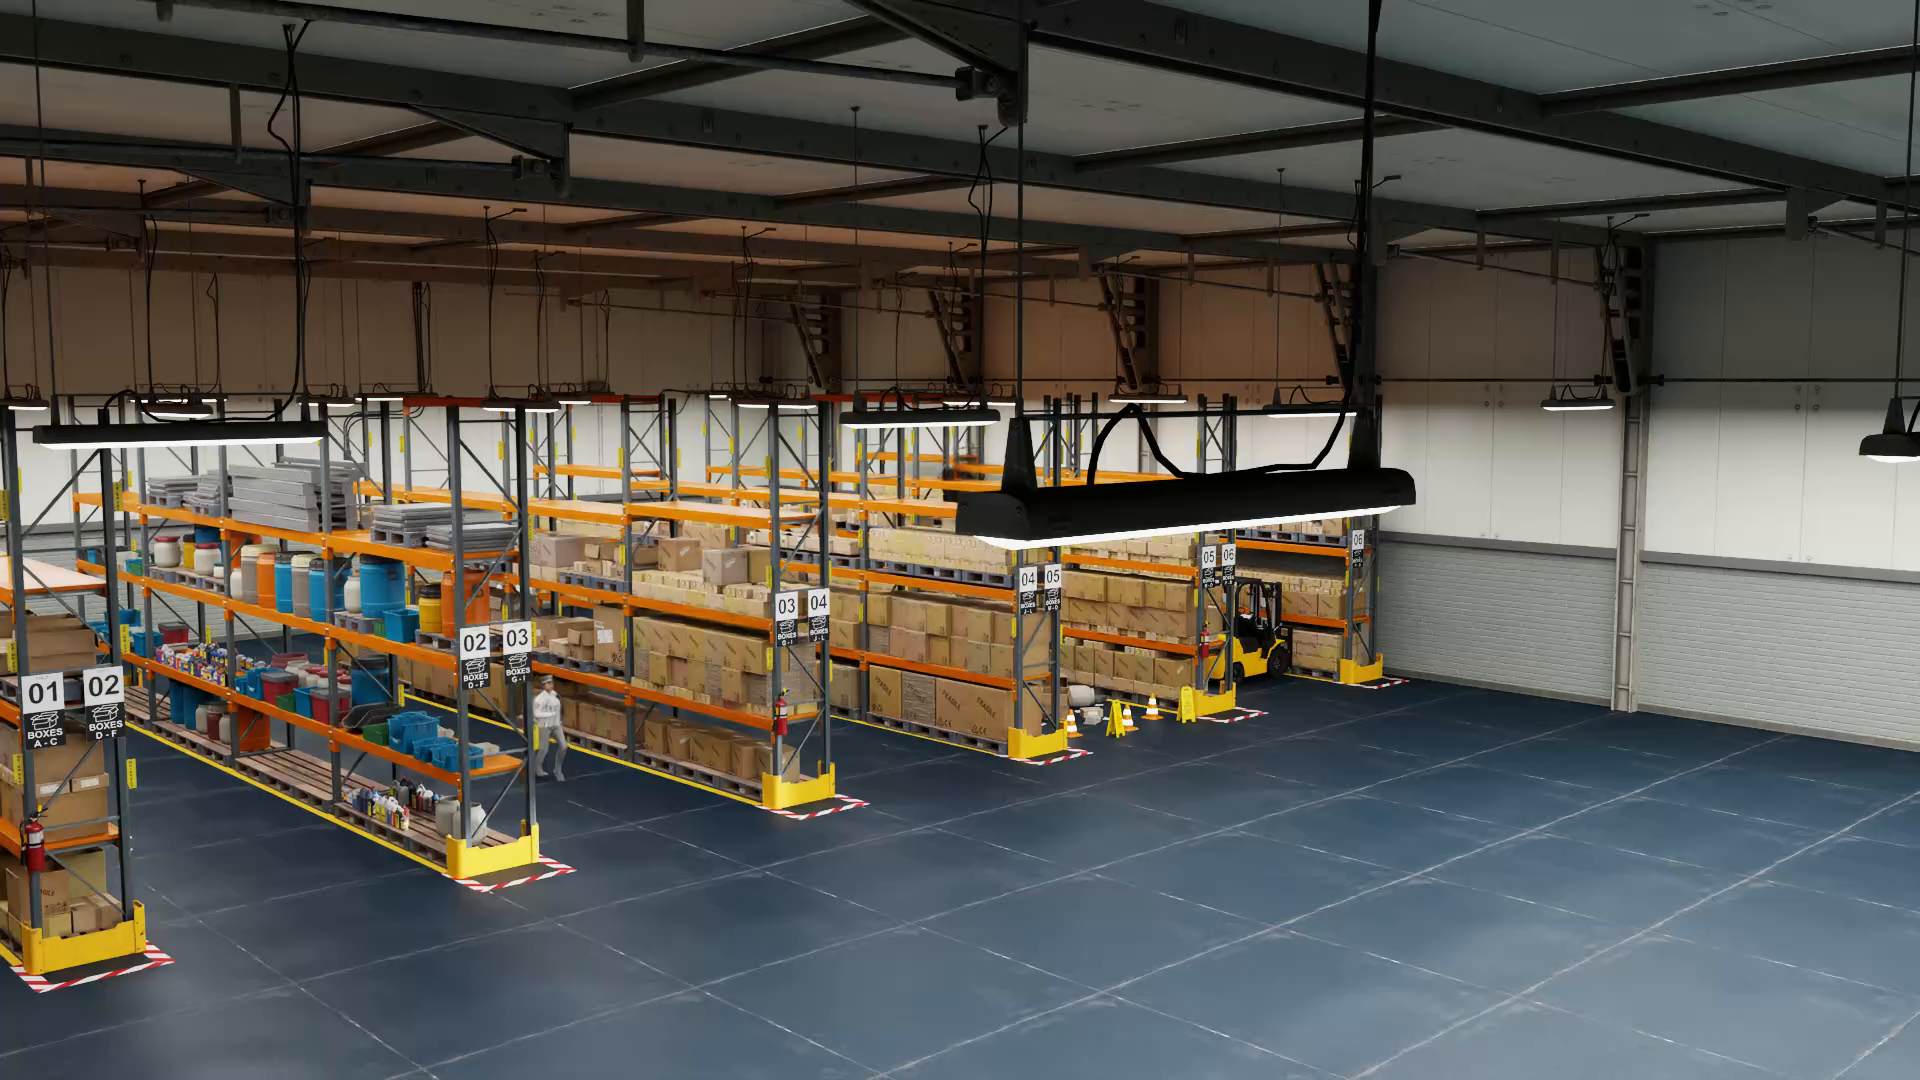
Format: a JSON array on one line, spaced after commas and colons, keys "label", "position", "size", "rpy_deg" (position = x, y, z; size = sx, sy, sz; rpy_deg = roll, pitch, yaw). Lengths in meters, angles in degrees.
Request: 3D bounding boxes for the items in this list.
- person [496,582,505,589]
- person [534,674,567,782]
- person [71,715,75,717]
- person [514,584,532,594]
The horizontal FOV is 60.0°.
[{"label": "person", "position": [-10.839, 1.676, 39.514], "size": [0.704, 1.744, 0.742], "rpy_deg": [1, 6, 10]}, {"label": "person", "position": [-6.469, 2.968, 26.202], "size": [0.726, 1.740, 0.590], "rpy_deg": [4, 7, 38]}, {"label": "person", "position": [-14.388, 2.926, 26.613], "size": [0.816, 1.709, 0.520], "rpy_deg": [5, 8, 43]}, {"label": "person", "position": [-10.593, 1.598, 40.176], "size": [0.681, 1.788, 0.694], "rpy_deg": [4, 7, 36]}]
